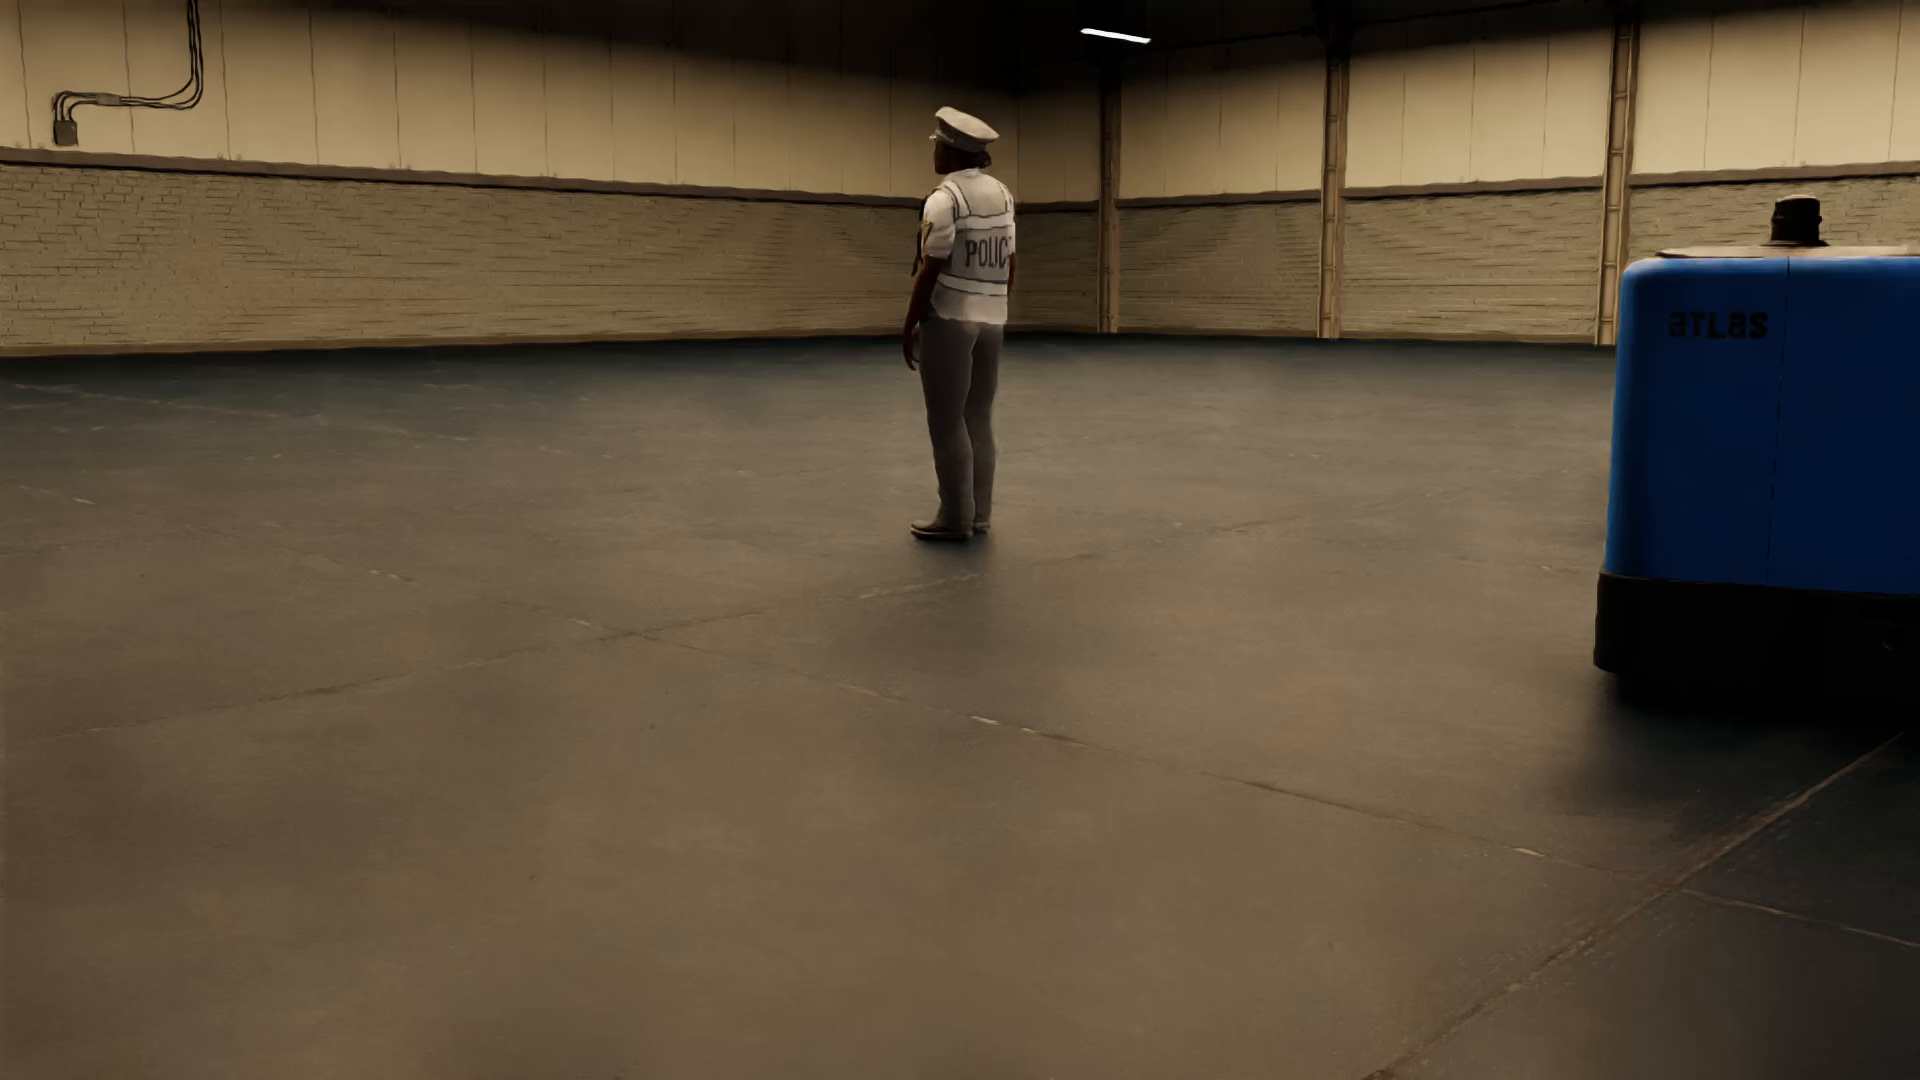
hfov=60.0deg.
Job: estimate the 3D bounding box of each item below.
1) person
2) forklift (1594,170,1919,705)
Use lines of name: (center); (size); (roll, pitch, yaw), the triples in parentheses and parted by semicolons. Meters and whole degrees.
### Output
person: (-0.040, -0.855, 6.656); (0.529, 1.695, 0.570); (8, 12, 43)
forklift: (3.144, -1.033, 3.732); (3.031, 2.935, 1.130); (4, 9, 24)
